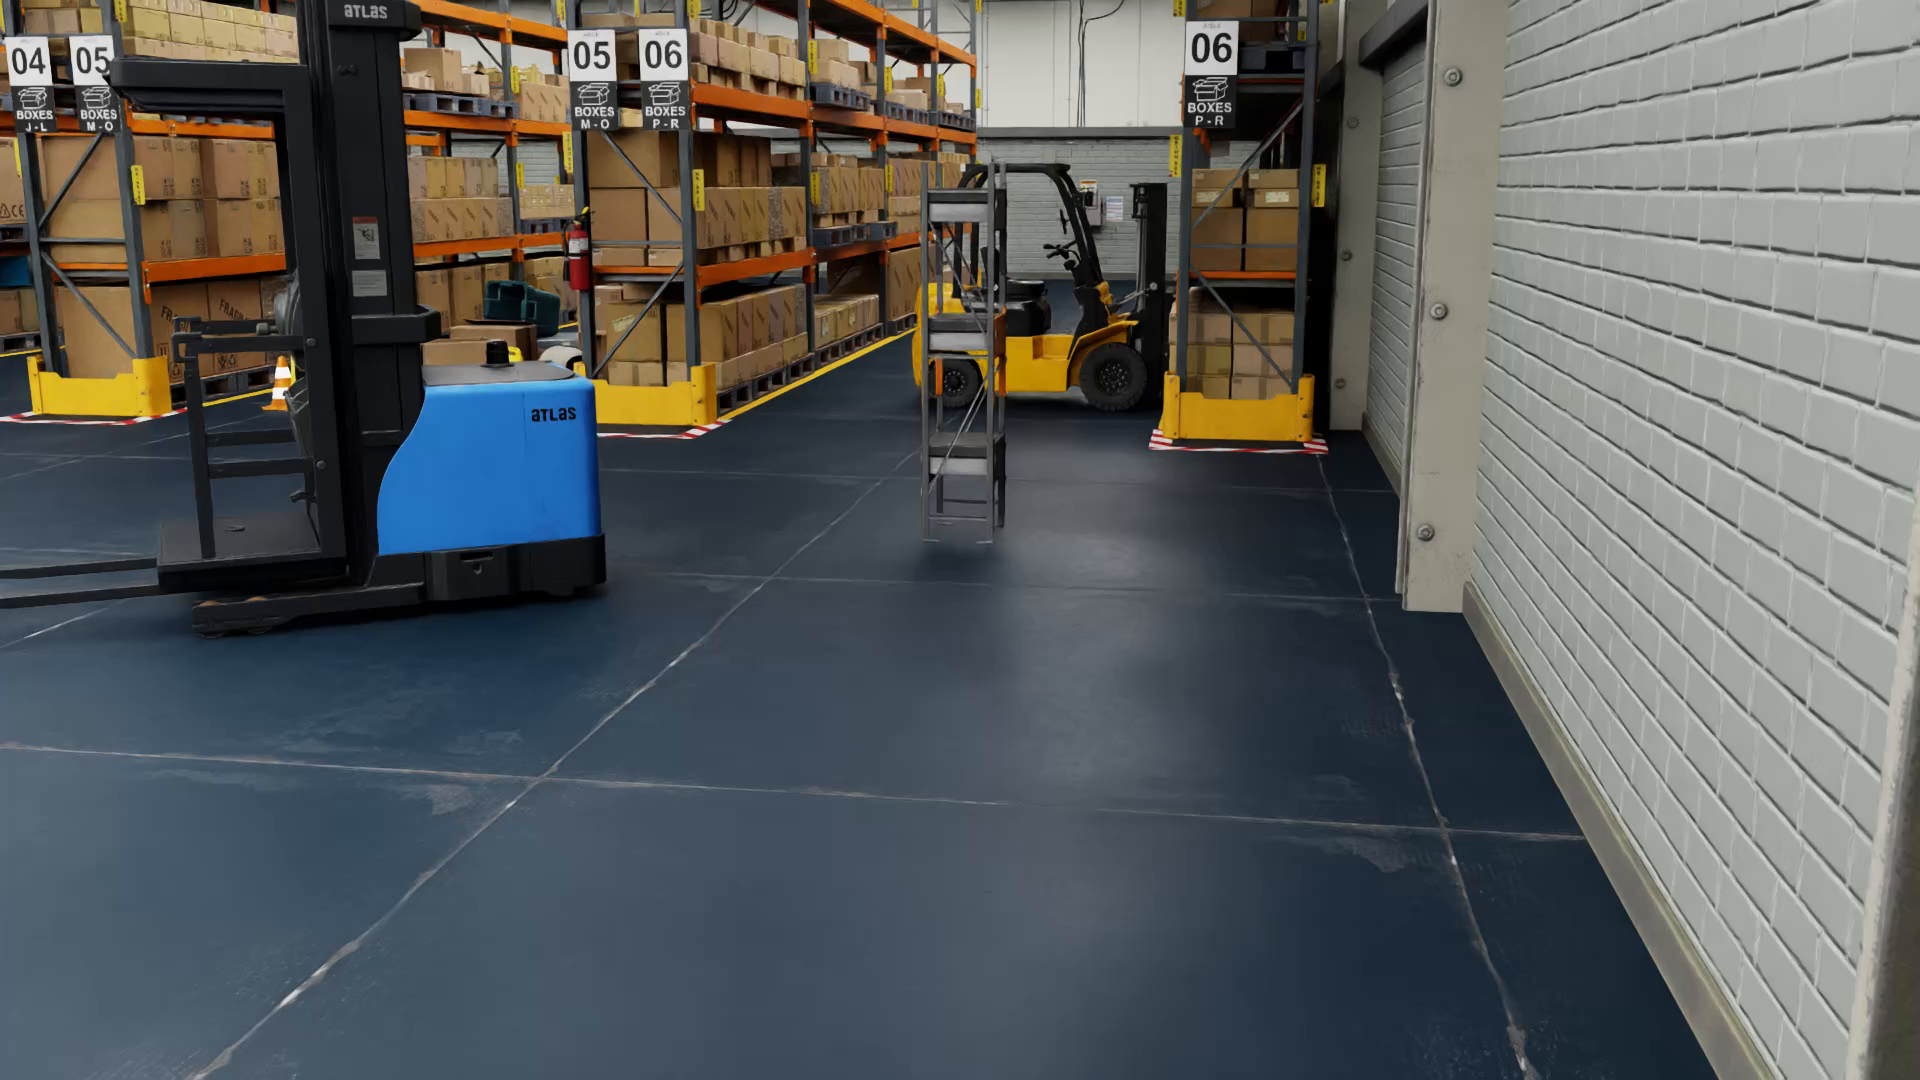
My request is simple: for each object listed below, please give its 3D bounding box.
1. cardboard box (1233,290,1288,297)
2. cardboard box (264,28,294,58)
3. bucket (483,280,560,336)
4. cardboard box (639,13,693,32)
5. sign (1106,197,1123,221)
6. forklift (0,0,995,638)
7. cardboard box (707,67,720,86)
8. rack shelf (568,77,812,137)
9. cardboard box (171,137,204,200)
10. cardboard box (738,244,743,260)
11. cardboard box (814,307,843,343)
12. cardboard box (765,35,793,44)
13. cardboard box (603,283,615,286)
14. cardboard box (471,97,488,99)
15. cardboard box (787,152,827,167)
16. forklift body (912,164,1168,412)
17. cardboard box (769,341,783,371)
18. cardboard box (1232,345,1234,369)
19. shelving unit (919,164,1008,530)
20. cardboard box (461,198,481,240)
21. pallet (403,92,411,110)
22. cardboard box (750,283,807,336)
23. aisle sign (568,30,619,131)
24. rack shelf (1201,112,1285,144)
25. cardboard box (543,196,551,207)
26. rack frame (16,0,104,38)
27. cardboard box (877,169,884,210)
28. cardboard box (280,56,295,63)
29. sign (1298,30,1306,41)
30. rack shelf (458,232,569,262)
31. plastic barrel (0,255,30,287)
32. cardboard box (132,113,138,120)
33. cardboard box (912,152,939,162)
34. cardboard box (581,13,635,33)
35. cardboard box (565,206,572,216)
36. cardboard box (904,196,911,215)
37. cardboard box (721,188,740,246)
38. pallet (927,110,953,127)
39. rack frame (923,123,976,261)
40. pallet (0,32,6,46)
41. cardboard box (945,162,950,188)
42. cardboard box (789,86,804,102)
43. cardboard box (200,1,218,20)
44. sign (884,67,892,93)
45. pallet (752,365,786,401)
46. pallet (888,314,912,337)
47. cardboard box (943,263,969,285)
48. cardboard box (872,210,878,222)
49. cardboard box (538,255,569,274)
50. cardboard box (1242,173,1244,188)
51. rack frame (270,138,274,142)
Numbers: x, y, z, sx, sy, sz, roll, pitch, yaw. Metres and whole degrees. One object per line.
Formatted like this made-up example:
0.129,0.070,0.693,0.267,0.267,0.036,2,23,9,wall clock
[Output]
2.891,-2.268,16.055,0.500,0.250,0.500,2,12,8,cardboard box
-6.952,-4.905,16.429,0.500,0.250,0.500,2,12,8,cardboard box
-4.716,-2.472,18.007,0.726,0.611,0.620,7,4,28,bucket
-2.425,-4.261,13.729,0.380,0.149,0.250,2,12,8,cardboard box
3.197,-6.848,34.374,0.329,0.494,0.001,2,12,9,sign
-2.287,-1.215,8.176,5.275,2.935,1.130,-5,13,-24,forklift
-2.283,-3.974,14.290,0.380,0.149,0.250,2,12,10,cardboard box
-2.374,-3.991,15.481,1.077,0.370,4.000,2,12,9,rack shelf
-7.499,-3.394,15.205,0.875,0.550,0.550,2,12,9,cardboard box
-2.188,-2.613,15.096,0.380,0.149,0.250,2,12,10,cardboard box
-1.881,-2.473,19.088,0.950,0.372,0.625,3,12,12,cardboard box
-2.103,-5.260,17.835,0.500,0.250,0.500,2,12,10,cardboard box
-5.607,-3.919,25.494,0.500,0.500,0.500,2,12,8,cardboard box
-6.521,-5.907,22.427,0.500,0.500,0.500,2,12,9,cardboard box
-1.644,-4.096,17.900,0.380,0.149,0.250,2,12,8,cardboard box
0.713,-2.339,15.242,2.313,2.155,1.214,2,12,9,forklift body
-2.046,-1.806,16.281,0.500,0.250,0.500,2,12,10,cardboard box
2.567,-1.602,14.149,0.500,0.250,0.500,2,12,8,cardboard box
0.026,-1.061,9.434,0.431,2.100,0.499,2,12,9,shelving unit
-6.317,-4.004,20.713,0.500,0.500,0.500,2,12,8,cardboard box
-6.881,-4.998,18.897,0.805,0.209,1.217,1,12,6,pallet
-1.892,-2.389,17.208,0.500,0.500,0.500,2,12,8,cardboard box
-2.977,-3.728,13.500,0.394,0.787,0.004,2,12,9,aisle sign
3.147,-4.664,18.602,1.077,0.370,4.000,2,12,9,rack shelf
-5.969,-4.752,23.316,0.380,0.149,0.250,2,12,9,cardboard box
-7.591,-5.532,13.805,0.949,2.616,0.053,2,12,9,rack frame
-1.246,-4.422,20.950,0.500,0.500,0.500,2,12,7,cardboard box
-6.869,-4.732,16.575,0.380,0.149,0.250,2,12,10,cardboard box
3.388,-4.873,16.450,0.100,0.325,0.005,2,12,9,sign
-6.050,-4.330,24.171,1.077,0.370,4.000,2,12,9,rack shelf
-15.622,-4.507,27.269,0.600,0.901,0.708,2,12,9,plastic barrel
-11.137,-5.629,21.729,0.500,0.250,0.500,2,12,8,cardboard box
-0.531,-5.870,25.463,0.380,0.149,0.250,2,12,8,cardboard box
-2.921,-4.274,13.787,0.380,0.149,0.250,2,12,9,cardboard box
-5.846,-4.764,24.080,0.380,0.149,0.250,1,12,7,cardboard box
-0.960,-4.605,22.911,0.500,0.250,0.500,2,12,8,cardboard box
-2.258,-2.852,14.665,0.500,0.500,0.500,2,12,10,cardboard box
-0.700,-6.551,25.863,1.003,0.211,1.213,2,12,9,pallet
-0.221,-5.791,29.245,1.000,3.000,0.127,2,12,9,rack frame
-15.619,-7.912,26.242,1.003,0.211,1.213,2,12,9,pallet
-0.439,-5.692,26.175,0.500,0.500,0.500,2,12,8,cardboard box
-1.813,-4.561,17.013,0.380,0.149,0.250,2,12,9,cardboard box
-7.065,-4.858,15.264,0.380,0.149,0.250,2,12,8,cardboard box
-0.915,-5.827,21.063,0.100,0.325,0.005,2,12,9,sign
-2.320,-1.534,16.111,1.003,0.211,1.213,2,12,9,pallet
-1.255,-2.924,22.561,1.003,0.211,1.213,2,12,9,pallet
-0.356,-4.412,27.932,0.875,0.438,0.875,2,12,10,cardboard box
-1.233,-4.020,20.627,0.380,0.149,0.250,2,12,8,cardboard box
-5.846,-3.959,23.899,0.500,0.250,0.500,2,12,9,cardboard box
2.203,-3.050,14.044,0.380,0.149,0.250,2,12,9,cardboard box
-10.628,-5.279,26.871,1.000,3.000,0.127,2,12,9,rack frame
